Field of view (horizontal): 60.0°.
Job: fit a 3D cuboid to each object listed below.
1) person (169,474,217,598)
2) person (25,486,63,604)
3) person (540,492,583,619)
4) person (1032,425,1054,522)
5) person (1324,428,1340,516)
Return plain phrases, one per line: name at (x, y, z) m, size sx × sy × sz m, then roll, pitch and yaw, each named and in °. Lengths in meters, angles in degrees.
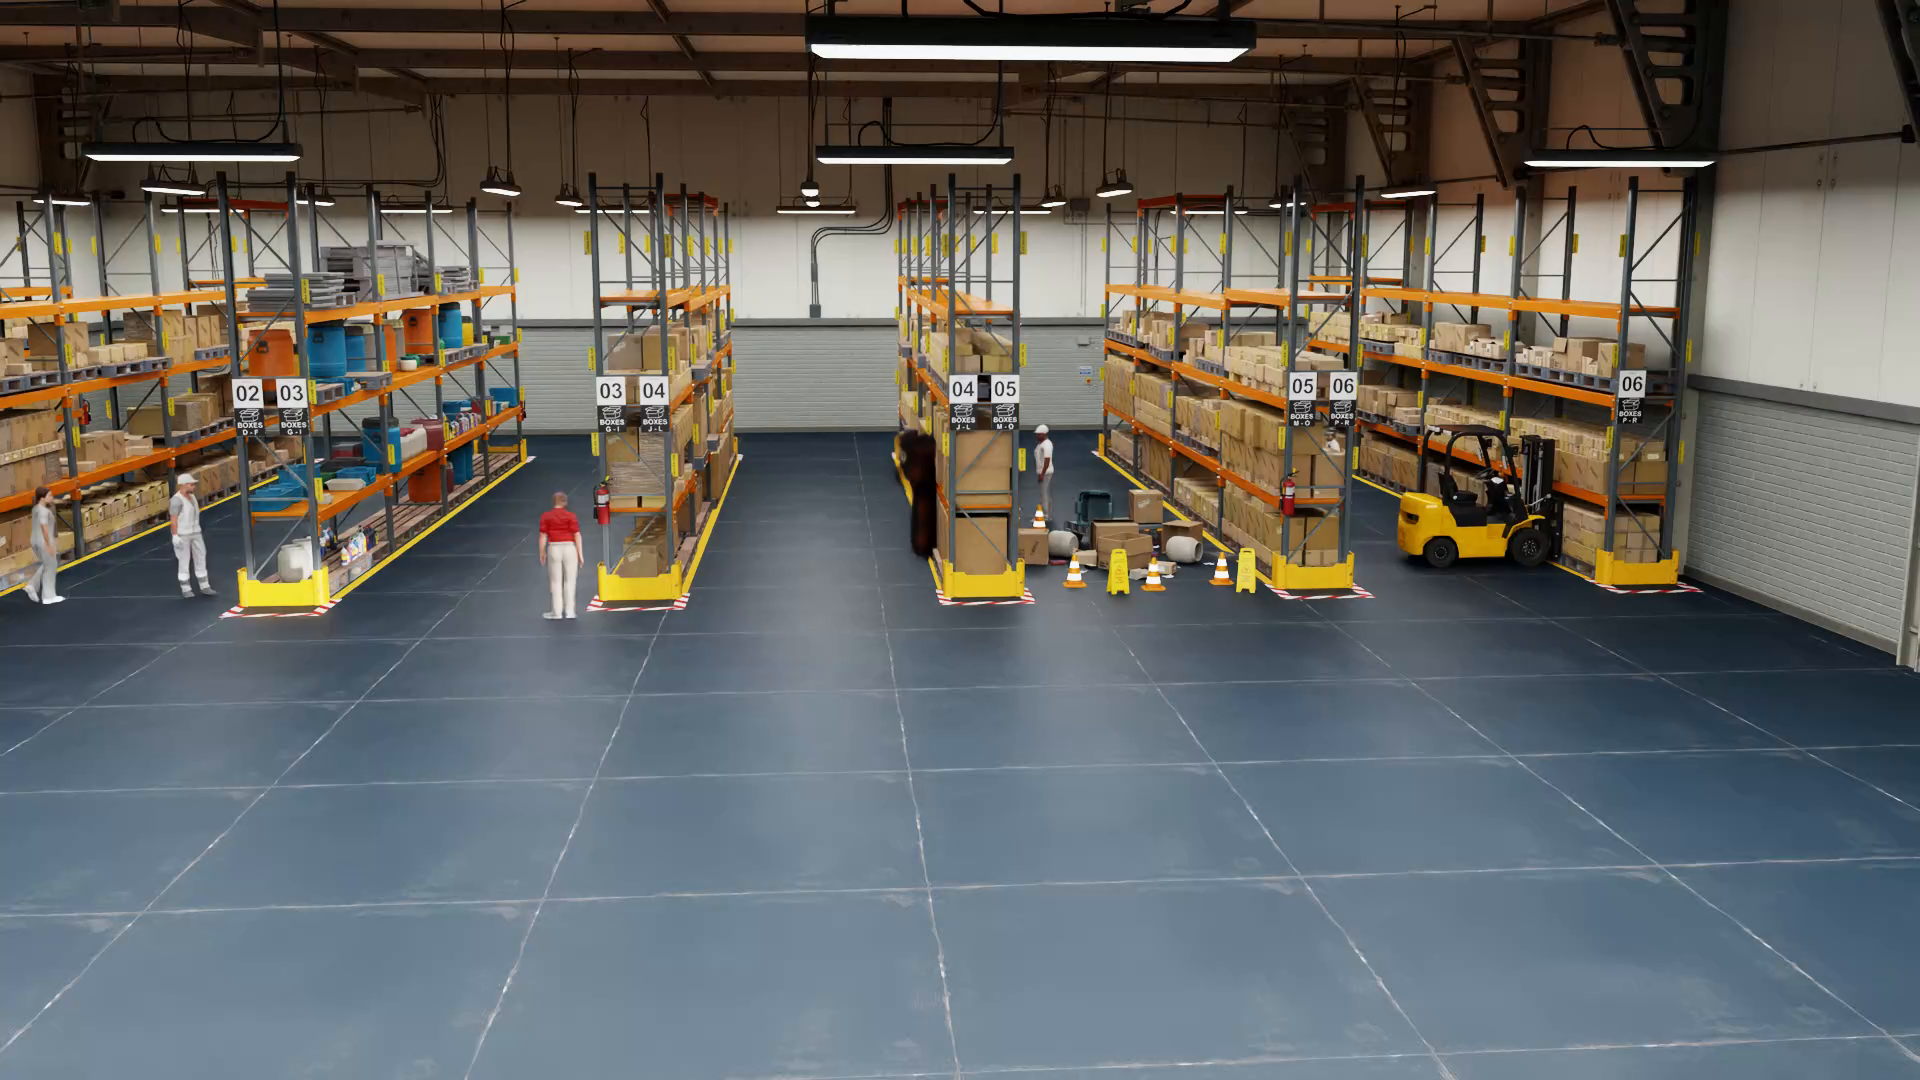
person at (-11.102, -0.065, 23.951) m, size 0.436 × 1.790 × 0.606 m, roll 5°, pitch 11°, yaw 27°
person at (-12.950, 0.073, 23.408) m, size 0.481 × 1.663 × 0.498 m, roll 5°, pitch 11°, yaw 26°
person at (-5.407, 0.218, 22.554) m, size 0.602 × 1.756 × 0.408 m, roll 0°, pitch 10°, yaw -1°
person at (1.516, -1.225, 30.481) m, size 0.394 × 1.768 × 0.586 m, roll 0°, pitch 10°, yaw -1°
person at (6.942, -1.269, 31.088) m, size 0.354 × 1.674 × 0.519 m, roll 1°, pitch 10°, yaw 7°
